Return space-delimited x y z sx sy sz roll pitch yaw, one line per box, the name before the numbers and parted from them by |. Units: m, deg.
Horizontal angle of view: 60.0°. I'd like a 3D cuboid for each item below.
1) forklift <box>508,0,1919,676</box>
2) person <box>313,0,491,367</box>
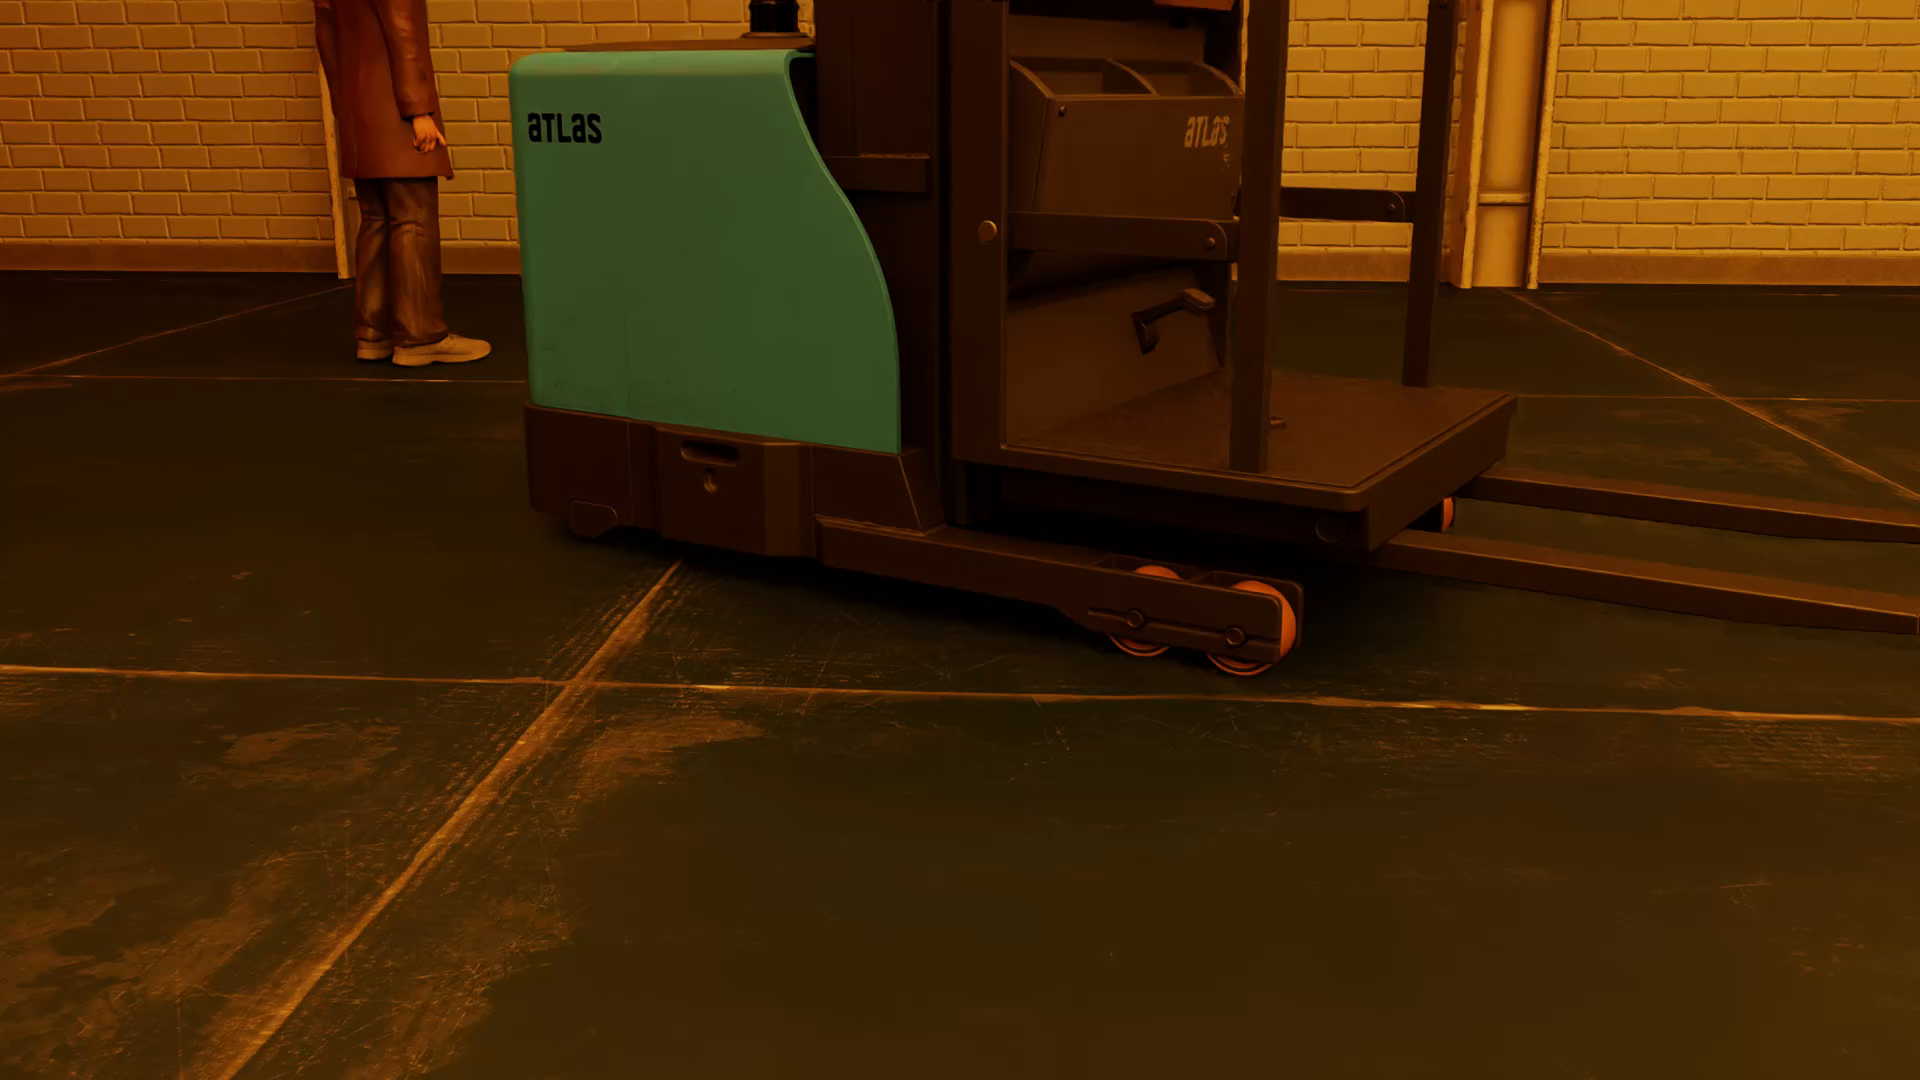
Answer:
forklift | 0.530 -1.333 3.130 3.031 2.935 1.130 9 18 30
person | -2.080 -1.557 6.144 0.593 1.783 0.394 13 20 40
